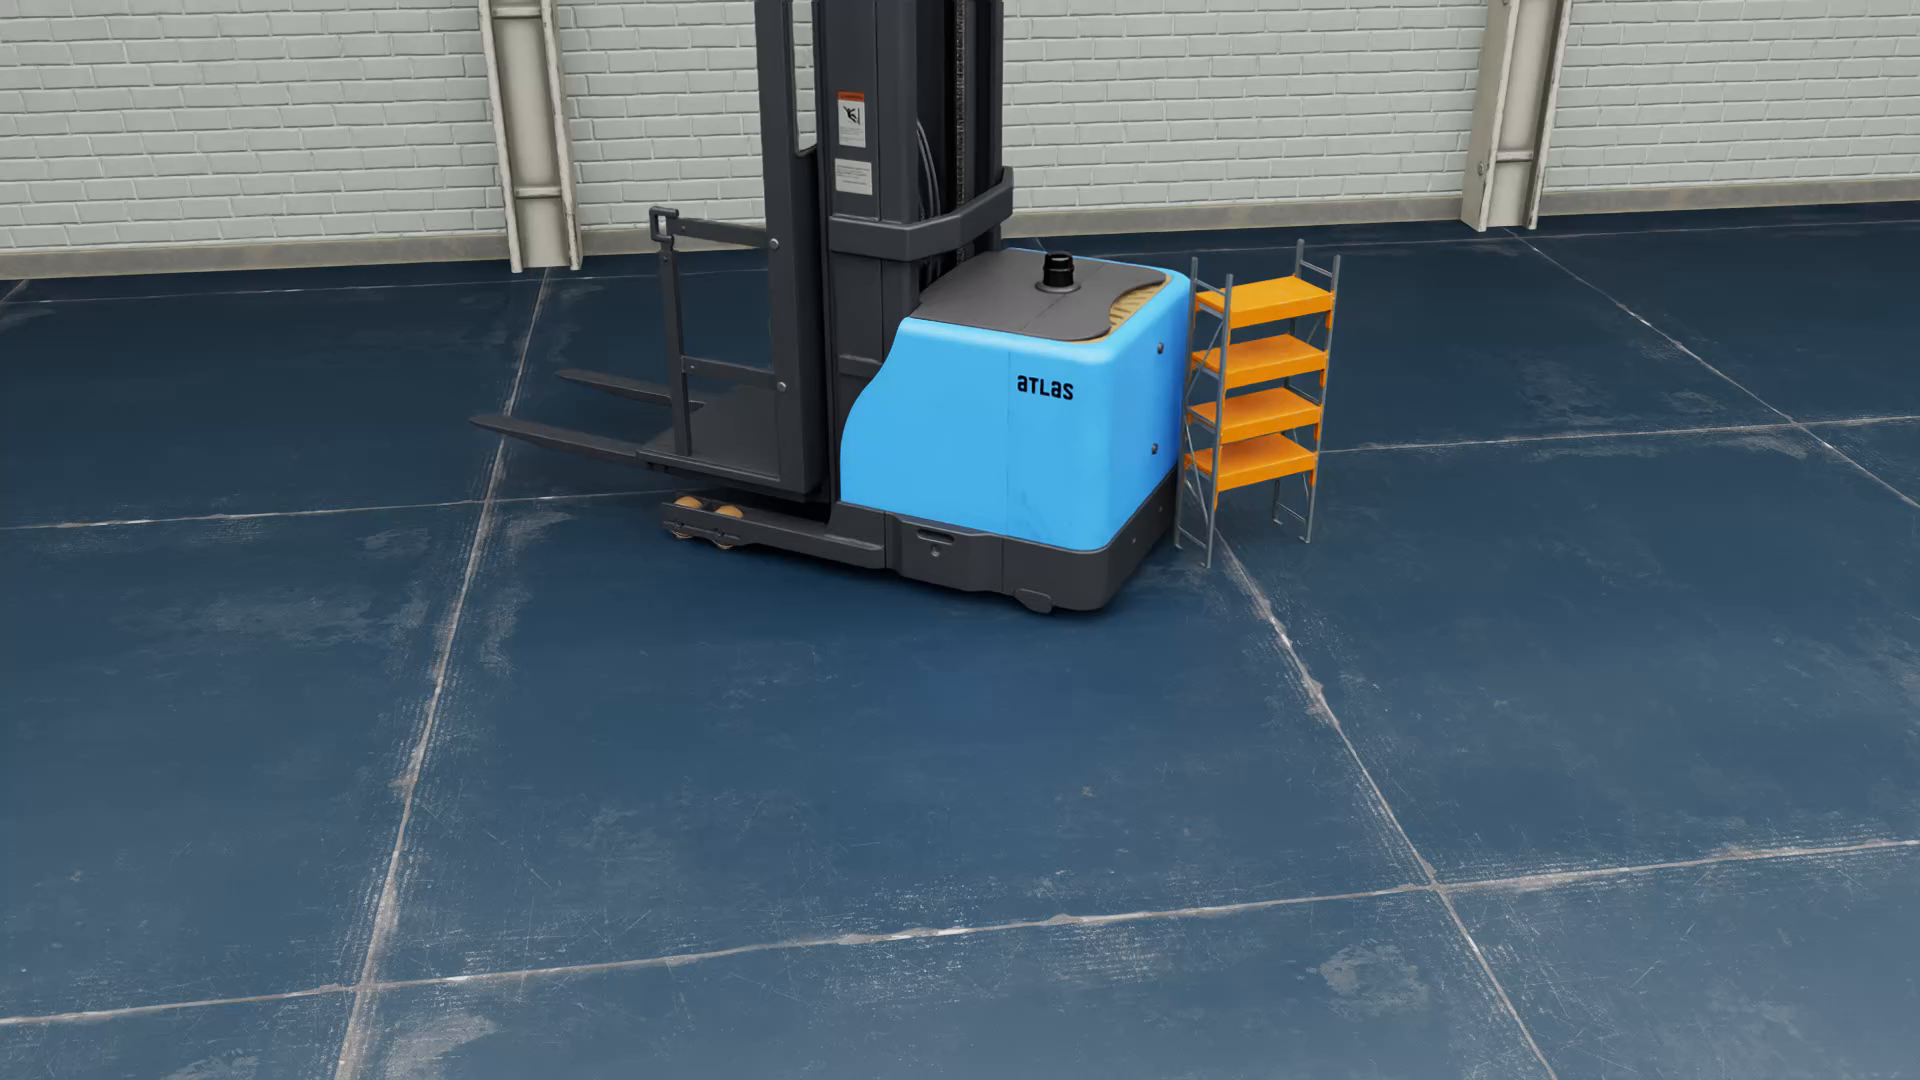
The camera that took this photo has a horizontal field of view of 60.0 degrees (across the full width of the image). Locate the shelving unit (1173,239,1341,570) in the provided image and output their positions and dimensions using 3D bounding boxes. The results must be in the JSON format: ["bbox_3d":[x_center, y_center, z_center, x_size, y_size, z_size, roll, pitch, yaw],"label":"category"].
[{"bbox_3d":[1.137,-0.517,6.444,0.503,1.200,0.258,-13,30,-24],"label":"shelving unit"}]

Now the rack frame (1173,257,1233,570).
[{"bbox_3d":[0.920,-0.466,6.344,0.015,1.200,0.240,-13,30,-24],"label":"rack frame"}]

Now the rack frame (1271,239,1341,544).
[{"bbox_3d":[1.353,-0.569,6.544,0.015,1.200,0.240,-13,30,-24],"label":"rack frame"}]

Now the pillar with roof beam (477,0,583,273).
[{"bbox_3d":[-1.875,-3.720,4.144,0.400,9.000,9.100,-4,27,-7],"label":"pillar with roof beam"}]

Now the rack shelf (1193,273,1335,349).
[{"bbox_3d":[1.137,-0.867,6.264,0.480,0.148,0.258,-13,30,-24],"label":"rack shelf"}]

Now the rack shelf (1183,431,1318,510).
[{"bbox_3d":[1.137,-0.281,6.565,0.480,0.148,0.258,-13,30,-24],"label":"rack shelf"}]

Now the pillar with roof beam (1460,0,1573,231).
[{"bbox_3d":[4.067,-4.102,4.887,0.400,9.000,9.100,-4,27,-7],"label":"pillar with roof beam"}]

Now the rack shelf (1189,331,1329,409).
[{"bbox_3d":[1.137,-0.656,6.372,0.480,0.148,0.258,-13,30,-24],"label":"rack shelf"}]

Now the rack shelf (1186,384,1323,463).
[{"bbox_3d":[1.137,-0.457,6.475,0.480,0.148,0.258,-13,30,-24],"label":"rack shelf"}]

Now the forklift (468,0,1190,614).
[{"bbox_3d":[-0.647,-1.476,6.415,3.031,2.935,1.130,12,30,22],"label":"forklift"}]
